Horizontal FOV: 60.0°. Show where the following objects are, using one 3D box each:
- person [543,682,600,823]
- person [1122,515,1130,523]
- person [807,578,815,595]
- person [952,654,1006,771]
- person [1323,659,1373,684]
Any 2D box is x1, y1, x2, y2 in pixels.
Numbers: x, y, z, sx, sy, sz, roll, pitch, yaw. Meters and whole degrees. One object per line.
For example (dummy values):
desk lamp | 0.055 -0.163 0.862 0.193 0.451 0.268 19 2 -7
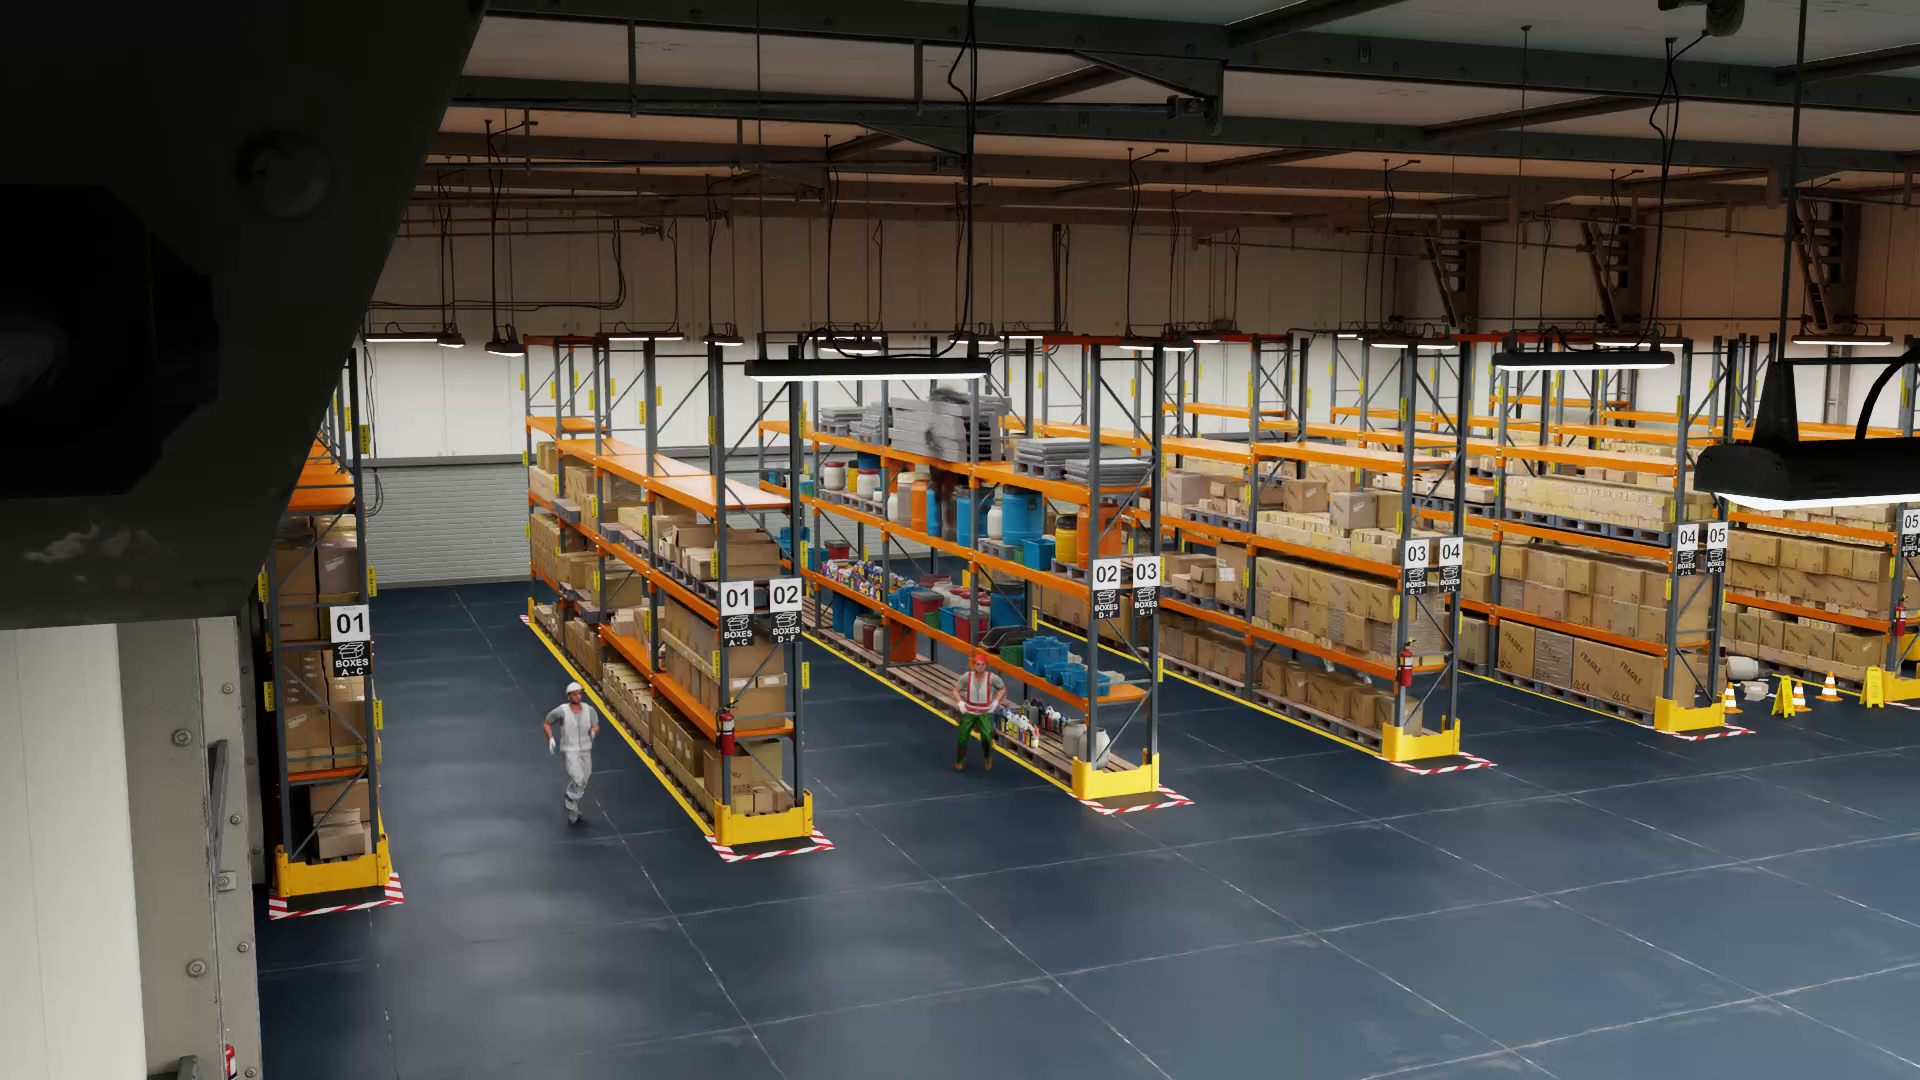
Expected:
person | -4.819 2.674 20.908 0.641 1.778 0.694 -6 10 -38
person | 3.927 0.254 39.285 0.600 1.743 0.607 0 8 1
person | -3.595 0.509 37.992 0.676 1.706 0.613 -2 8 -17
person | 0.272 2.410 23.217 0.758 1.692 0.646 0 8 0
person | 6.857 1.633 29.254 0.755 1.743 1.067 -7 10 -42
